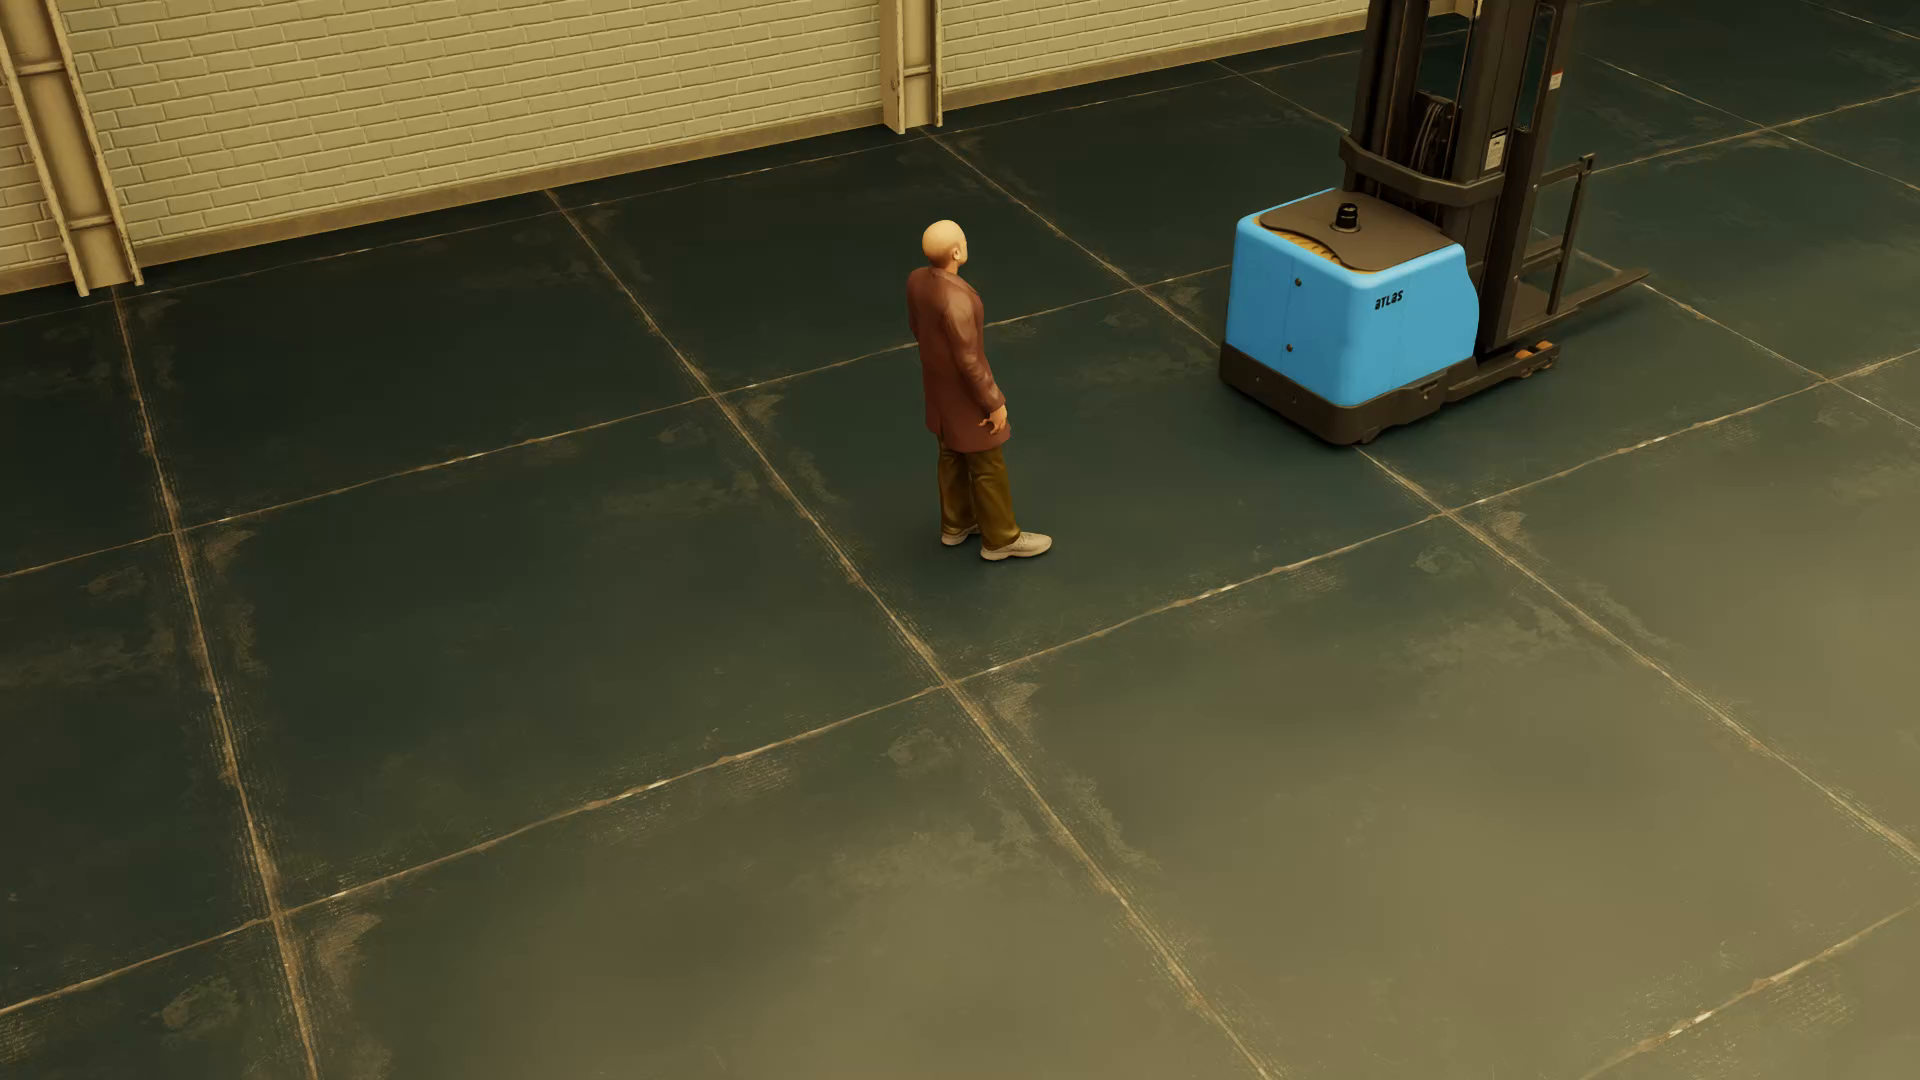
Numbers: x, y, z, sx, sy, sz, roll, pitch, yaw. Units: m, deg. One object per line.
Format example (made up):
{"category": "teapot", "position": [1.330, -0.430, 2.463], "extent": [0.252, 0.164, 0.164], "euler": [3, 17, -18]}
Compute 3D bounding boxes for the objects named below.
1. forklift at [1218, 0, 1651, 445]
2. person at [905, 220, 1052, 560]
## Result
{"category": "forklift", "position": [3.038, -2.400, 9.519], "extent": [3.031, 2.935, 1.130], "euler": [-22, 41, -28]}
{"category": "person", "position": [0.083, -0.755, 8.178], "extent": [0.579, 1.777, 0.698], "euler": [-17, 39, -23]}
